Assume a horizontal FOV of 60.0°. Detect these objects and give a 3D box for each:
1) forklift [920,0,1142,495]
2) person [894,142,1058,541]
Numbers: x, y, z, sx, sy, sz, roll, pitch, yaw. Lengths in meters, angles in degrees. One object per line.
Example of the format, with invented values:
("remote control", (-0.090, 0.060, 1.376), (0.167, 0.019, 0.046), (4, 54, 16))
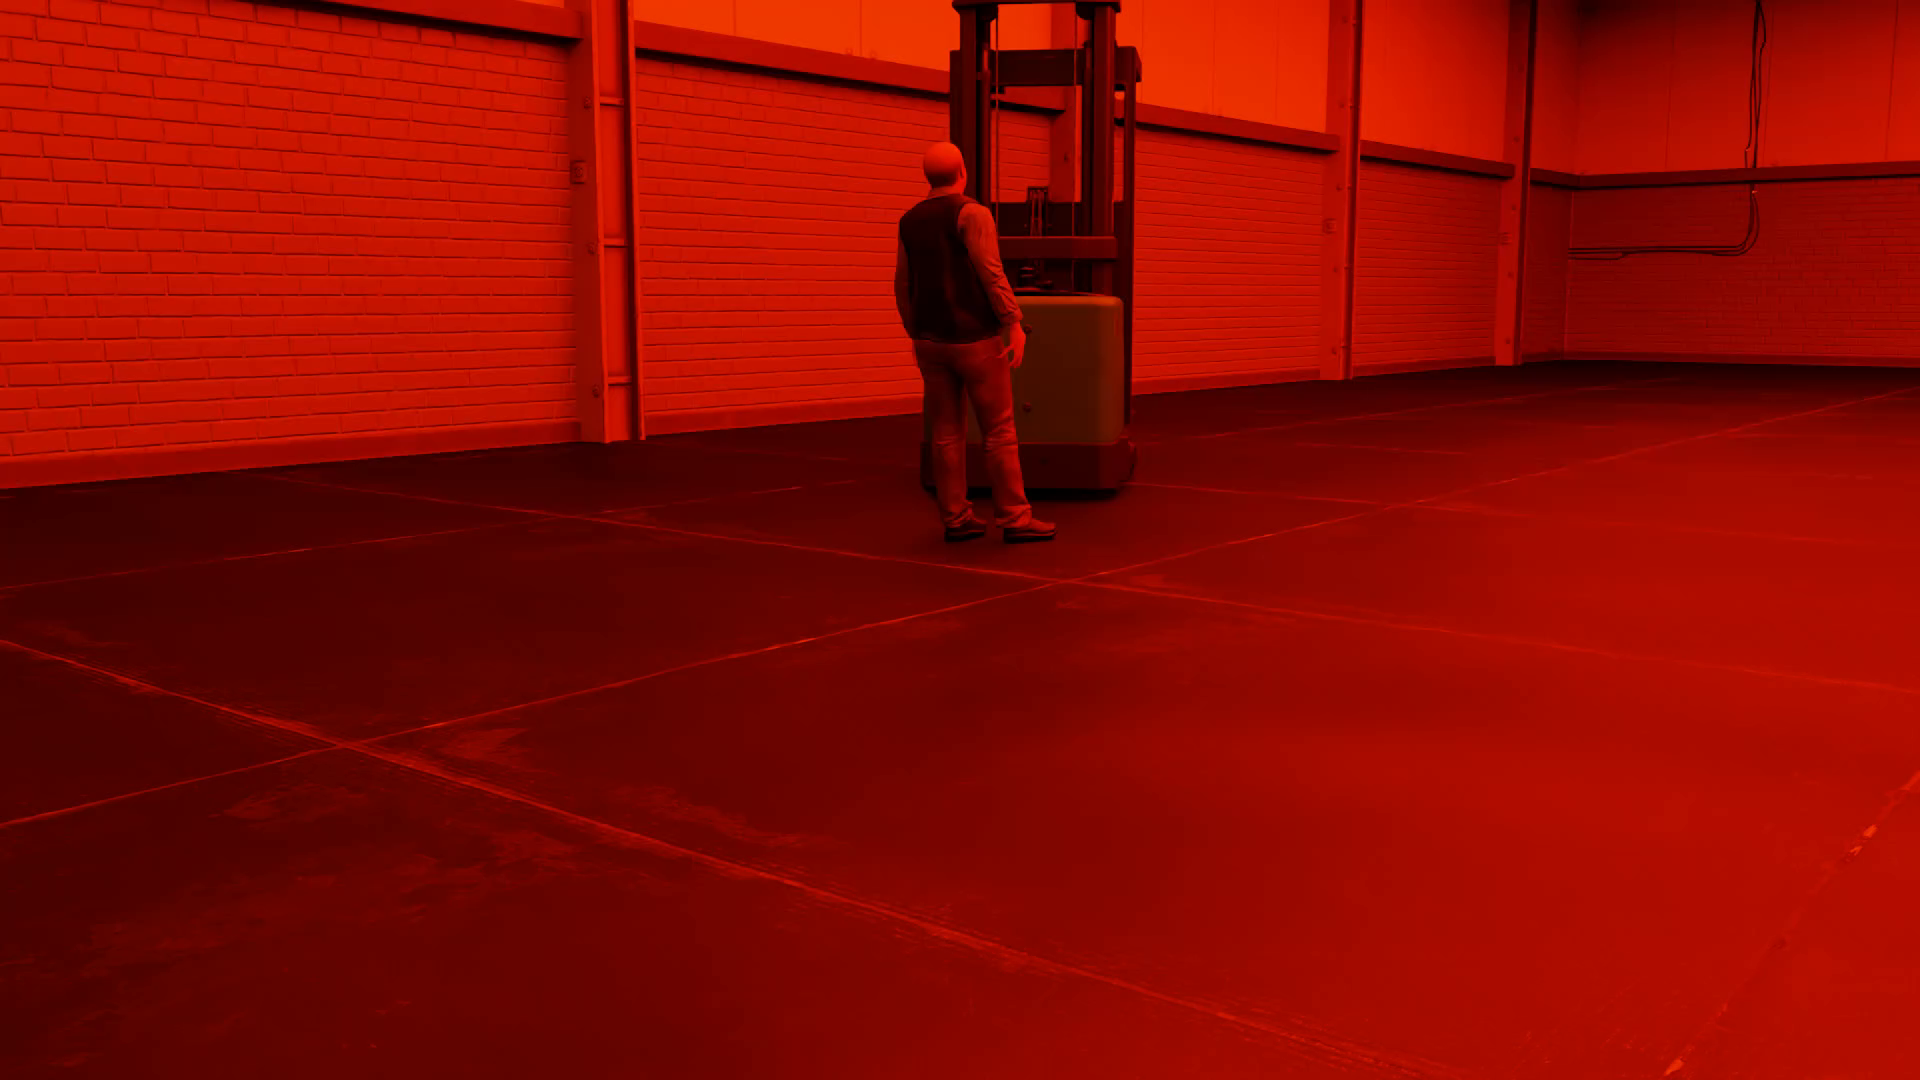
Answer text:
("forklift", (0.519, -1.869, 10.056), (1.130, 2.935, 3.031), (1, 8, 9))
("person", (0.045, -0.865, 7.322), (0.632, 1.720, 0.568), (7, 11, 38))
